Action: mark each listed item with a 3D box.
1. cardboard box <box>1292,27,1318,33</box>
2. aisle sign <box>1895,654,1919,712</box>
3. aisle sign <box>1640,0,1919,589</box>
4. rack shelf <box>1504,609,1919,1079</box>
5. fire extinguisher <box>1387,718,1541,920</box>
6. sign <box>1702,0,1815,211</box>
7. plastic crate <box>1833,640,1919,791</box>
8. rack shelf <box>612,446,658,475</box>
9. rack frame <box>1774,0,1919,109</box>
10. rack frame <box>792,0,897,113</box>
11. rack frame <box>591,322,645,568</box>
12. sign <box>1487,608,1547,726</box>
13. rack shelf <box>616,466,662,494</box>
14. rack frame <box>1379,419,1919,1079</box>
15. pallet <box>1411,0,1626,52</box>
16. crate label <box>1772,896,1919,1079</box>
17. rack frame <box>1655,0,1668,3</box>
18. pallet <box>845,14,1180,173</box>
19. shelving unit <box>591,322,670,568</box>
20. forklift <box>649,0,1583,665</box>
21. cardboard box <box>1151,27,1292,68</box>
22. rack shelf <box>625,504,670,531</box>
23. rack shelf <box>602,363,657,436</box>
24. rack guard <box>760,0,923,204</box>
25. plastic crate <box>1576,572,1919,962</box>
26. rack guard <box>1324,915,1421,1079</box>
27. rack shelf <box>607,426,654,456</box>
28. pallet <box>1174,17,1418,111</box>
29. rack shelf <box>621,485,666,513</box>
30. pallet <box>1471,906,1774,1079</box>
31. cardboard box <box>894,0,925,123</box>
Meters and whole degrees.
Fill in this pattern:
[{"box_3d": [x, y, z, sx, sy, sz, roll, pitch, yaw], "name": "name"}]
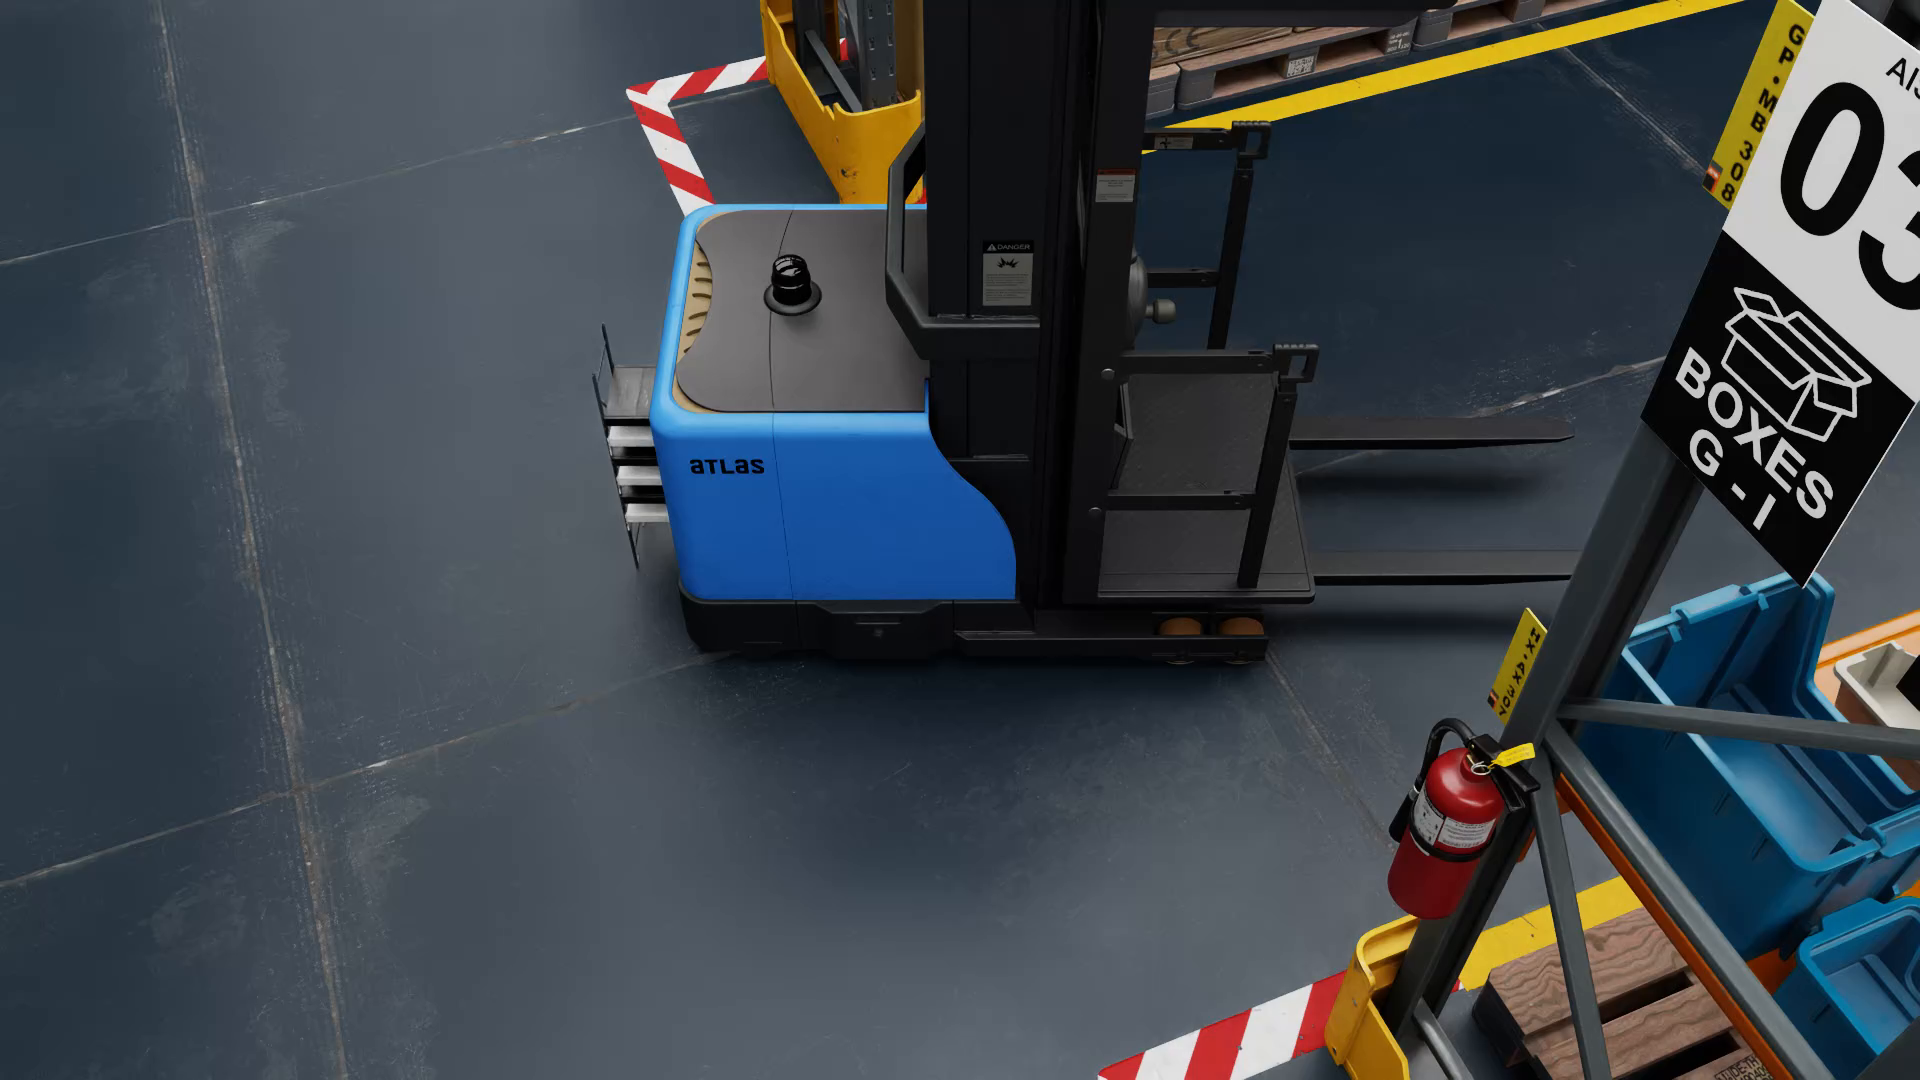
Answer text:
[{"box_3d": [1.734, -2.969, 7.446, 0.875, 0.875, 0.875, -17, 52, -14], "name": "cardboard box"}, {"box_3d": [1.424, 0.093, 1.980, 0.004, 0.787, 0.394, -17, 52, -14], "name": "aisle sign"}, {"box_3d": [1.201, -0.322, 2.335, 0.004, 0.787, 0.394, -17, 52, -14], "name": "aisle sign"}, {"box_3d": [3.230, 0.371, 3.928, 4.000, 0.370, 1.077, -17, 52, -14], "name": "rack shelf"}, {"box_3d": [1.067, 0.581, 3.570, 0.183, 0.674, 0.296, -17, 52, -14], "name": "fire extinguisher"}, {"box_3d": [1.156, -0.614, 2.392, 0.005, 0.325, 0.100, -17, 52, -14], "name": "sign"}, {"box_3d": [2.065, 0.416, 3.550, 0.243, 0.136, 0.396, -17, 52, -14], "name": "plastic crate"}, {"box_3d": [-1.001, -0.326, 5.362, 0.200, 0.077, 0.258, 0, 49, 0], "name": "rack shelf"}, {"box_3d": [1.379, -1.244, 0.887, 0.127, 3.000, 1.000, -17, 52, -14], "name": "rack frame"}, {"box_3d": [-0.494, -2.768, 6.150, 0.127, 3.000, 1.000, -17, 52, -14], "name": "rack frame"}, {"box_3d": [-1.103, -0.289, 5.405, 0.006, 0.900, 0.240, 0, 49, 0], "name": "rack frame"}, {"box_3d": [1.156, 0.276, 3.429, 0.005, 0.325, 0.100, -17, 52, -14], "name": "sign"}, {"box_3d": [-1.001, -0.267, 5.430, 0.200, 0.077, 0.258, 0, 49, 0], "name": "rack shelf"}, {"box_3d": [1.379, 0.710, 3.163, 0.127, 3.000, 1.000, -17, 52, -14], "name": "rack frame"}, {"box_3d": [2.475, -2.844, 8.053, 1.213, 0.211, 1.003, -17, 52, -14], "name": "pallet"}, {"box_3d": [1.732, 0.906, 3.066, 0.303, 0.233, 0.416, -17, 52, -14], "name": "crate label"}, {"box_3d": [3.209, -3.916, 7.135, 0.127, 3.000, 1.000, -17, 52, -14], "name": "rack frame"}, {"box_3d": [0.216, -2.144, 7.452, 1.213, 0.211, 1.003, -17, 52, -14], "name": "pallet"}, {"box_3d": [-1.001, -0.289, 5.405, 0.210, 0.900, 0.258, 0, 49, 0], "name": "shelving unit"}, {"box_3d": [0.622, -0.957, 4.640, 3.031, 2.935, 1.130, 0, 49, 0], "name": "forklift"}, {"box_3d": [0.910, -2.714, 7.227, 0.875, 0.875, 0.875, -17, 52, -14], "name": "cardboard box"}, {"box_3d": [-1.001, -0.150, 5.567, 0.200, 0.077, 0.258, 0, 49, 0], "name": "rack shelf"}, {"box_3d": [-1.001, -0.443, 5.225, 0.200, 0.077, 0.258, 0, 49, 0], "name": "rack shelf"}, {"box_3d": [-0.516, -1.947, 7.092, 0.348, 0.500, 1.175, -17, 52, -14], "name": "rack guard"}, {"box_3d": [1.618, 0.452, 3.322, 0.499, 0.435, 0.616, -17, 52, -14], "name": "plastic crate"}, {"box_3d": [1.361, 1.541, 4.097, 0.348, 0.500, 1.175, -17, 52, -14], "name": "rack guard"}, {"box_3d": [-1.001, -0.385, 5.294, 0.200, 0.077, 0.258, 0, 49, 0], "name": "rack shelf"}, {"box_3d": [1.344, -2.491, 7.750, 1.213, 0.211, 1.003, -17, 52, -14], "name": "pallet"}, {"box_3d": [-1.001, -0.209, 5.499, 0.200, 0.077, 0.258, 0, 49, 0], "name": "rack shelf"}, {"box_3d": [2.157, 1.410, 4.400, 1.213, 0.211, 1.003, -17, 52, -14], "name": "pallet"}, {"box_3d": [0.068, -2.453, 7.003, 0.875, 0.875, 0.875, -17, 52, -14], "name": "cardboard box"}]
